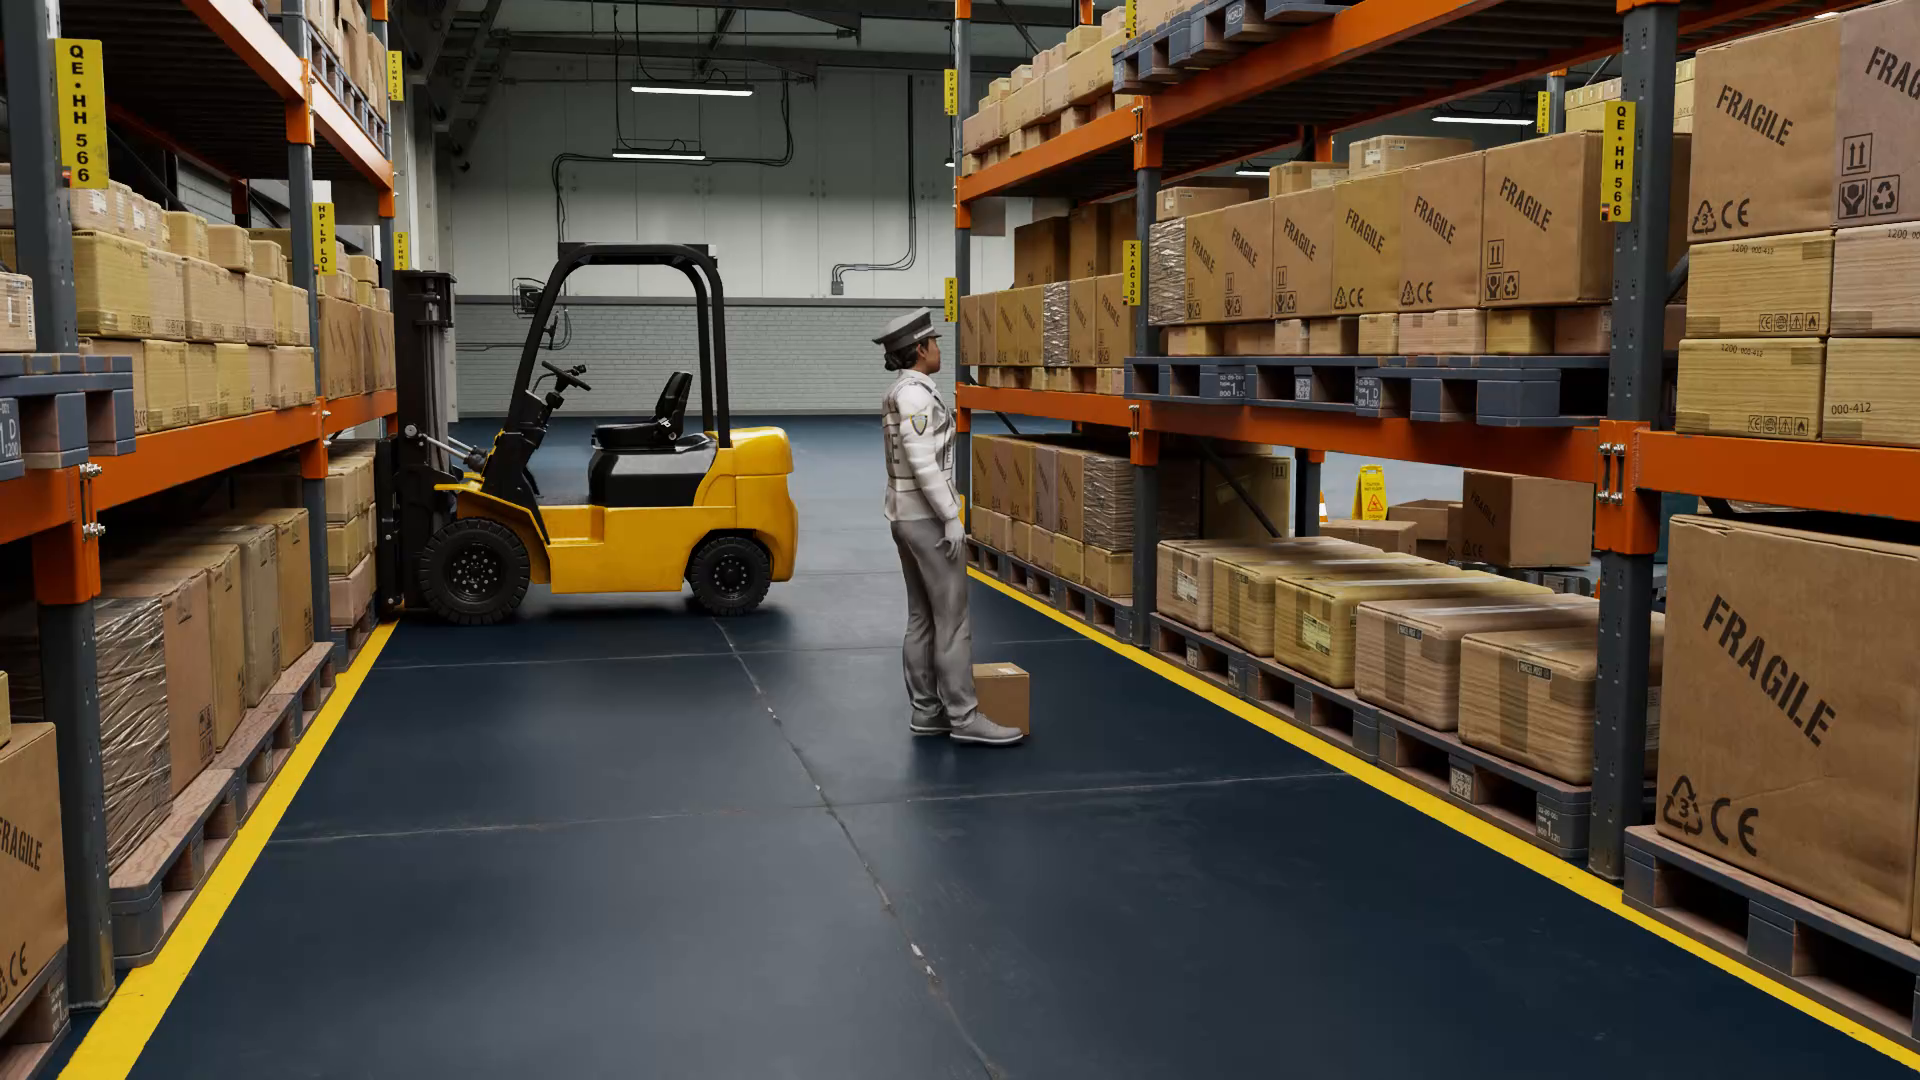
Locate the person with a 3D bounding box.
[{"bbox_3d":[-0.069,-0.070,6.585,0.533,1.697,0.588,-2,6,-14],"label":"person"}]
